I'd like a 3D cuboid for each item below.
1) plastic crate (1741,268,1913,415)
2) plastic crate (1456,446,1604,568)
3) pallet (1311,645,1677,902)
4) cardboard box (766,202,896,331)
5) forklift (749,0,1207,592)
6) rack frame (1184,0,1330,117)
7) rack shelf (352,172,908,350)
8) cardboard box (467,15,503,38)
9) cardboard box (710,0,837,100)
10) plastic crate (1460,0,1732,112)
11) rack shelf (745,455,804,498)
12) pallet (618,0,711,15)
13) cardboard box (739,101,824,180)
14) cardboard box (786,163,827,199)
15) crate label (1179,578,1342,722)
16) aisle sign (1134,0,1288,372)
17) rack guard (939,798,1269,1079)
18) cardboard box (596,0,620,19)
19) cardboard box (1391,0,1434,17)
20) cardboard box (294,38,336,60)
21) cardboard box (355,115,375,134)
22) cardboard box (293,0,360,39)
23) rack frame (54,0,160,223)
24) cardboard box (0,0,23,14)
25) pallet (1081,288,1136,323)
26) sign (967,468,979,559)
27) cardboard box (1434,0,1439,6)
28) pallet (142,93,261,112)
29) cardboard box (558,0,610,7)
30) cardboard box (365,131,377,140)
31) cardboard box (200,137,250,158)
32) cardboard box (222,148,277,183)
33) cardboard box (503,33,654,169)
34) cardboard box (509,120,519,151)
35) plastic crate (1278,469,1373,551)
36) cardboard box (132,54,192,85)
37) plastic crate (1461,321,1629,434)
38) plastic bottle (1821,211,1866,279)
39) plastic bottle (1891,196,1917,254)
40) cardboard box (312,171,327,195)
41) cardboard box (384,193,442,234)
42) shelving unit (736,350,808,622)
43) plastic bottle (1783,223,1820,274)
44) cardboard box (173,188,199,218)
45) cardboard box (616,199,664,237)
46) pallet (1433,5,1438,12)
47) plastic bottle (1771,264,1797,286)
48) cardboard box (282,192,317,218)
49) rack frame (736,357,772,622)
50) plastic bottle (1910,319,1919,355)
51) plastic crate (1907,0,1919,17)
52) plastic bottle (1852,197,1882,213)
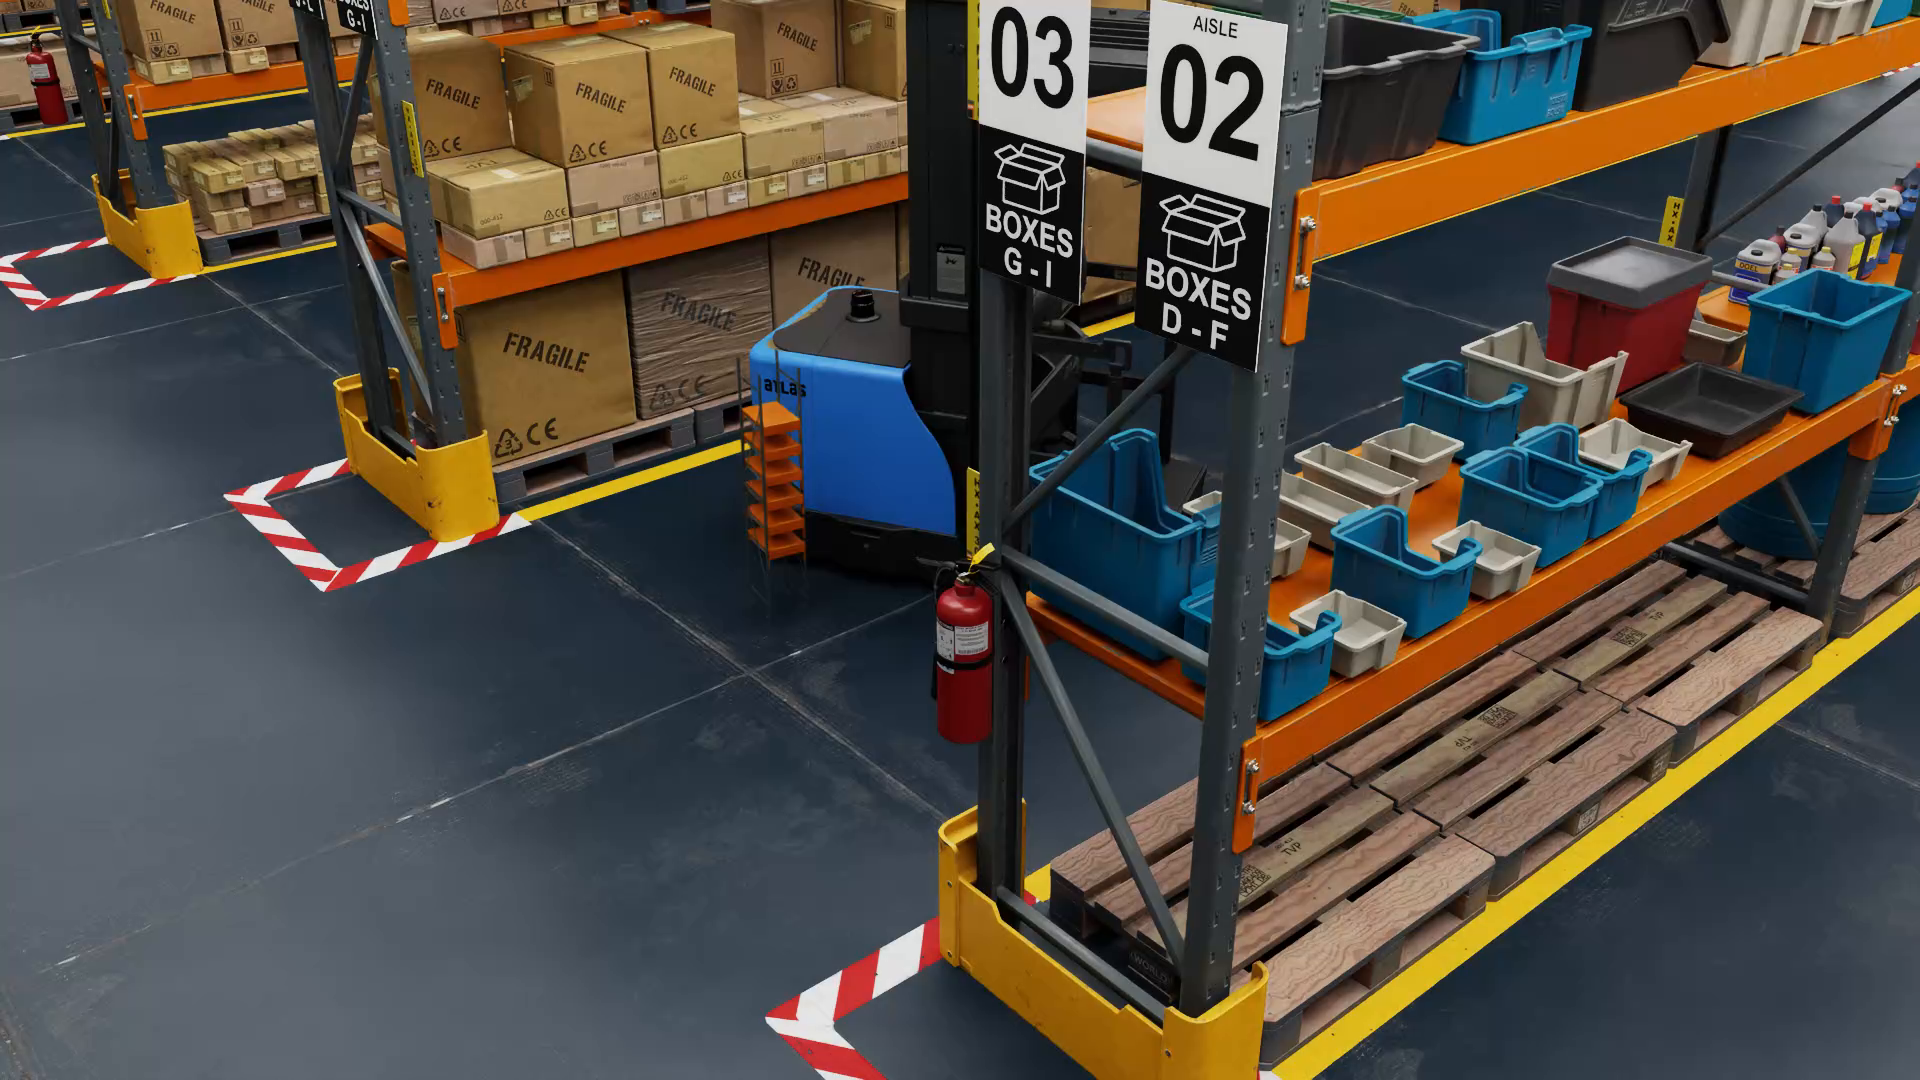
[{"bbox_3d":[3.333,-0.769,6.459,0.575,0.384,0.392,-22,35,-35],"label":"plastic crate"},{"bbox_3d":[1.827,-0.104,5.375,0.300,0.233,0.416,-22,35,-35],"label":"plastic crate"},{"bbox_3d":[2.004,0.829,6.474,1.213,0.211,1.003,-22,35,-35],"label":"pallet"},{"bbox_3d":[-0.986,-1.590,9.851,0.875,0.875,0.875,-22,35,-35],"label":"cardboard box"},{"bbox_3d":[0.583,-1.188,7.363,3.031,2.935,1.130,10,30,18],"label":"forklift"},{"bbox_3d":[0.424,-2.437,3.262,0.127,3.000,1.000,-22,35,-35],"label":"rack frame"},{"bbox_3d":[-1.269,-1.861,9.314,4.000,0.370,1.077,-22,35,-35],"label":"rack shelf"},{"bbox_3d":[-3.722,-3.976,12.773,0.250,0.149,0.380,-24,36,-37],"label":"cardboard box"},{"bbox_3d":[-1.050,-2.823,9.397,0.500,0.500,0.500,-23,36,-36],"label":"cardboard box"},{"bbox_3d":[1.765,-1.455,4.674,0.767,0.338,0.504,-22,35,-35],"label":"plastic crate"},{"bbox_3d":[-0.830,-0.297,7.369,0.180,0.103,0.258,-15,31,-27],"label":"rack shelf"},{"bbox_3d":[-2.214,-4.697,14.060,1.213,0.211,1.003,-22,35,-35],"label":"pallet"},{"bbox_3d":[-1.081,-2.157,8.947,0.500,0.250,0.500,-23,36,-36],"label":"cardboard box"},{"bbox_3d":[-0.939,-1.998,9.073,0.250,0.149,0.380,-21,35,-34],"label":"cardboard box"},{"bbox_3d":[0.825,0.299,4.622,0.303,0.233,0.416,-22,35,-35],"label":"crate label"},{"bbox_3d":[0.562,-0.809,3.823,0.004,0.787,0.394,-22,35,-35],"label":"aisle sign"},{"bbox_3d":[0.414,1.324,5.243,0.348,0.500,1.175,-22,35,-35],"label":"rack guard"},{"bbox_3d":[-2.955,-4.318,13.413,0.250,0.149,0.380,-22,35,-35],"label":"cardboard box"},{"bbox_3d":[3.081,-3.818,12.106,0.500,0.500,0.500,-21,34,-33],"label":"cardboard box"},{"bbox_3d":[-4.737,-3.605,12.080,0.250,0.149,0.380,-22,35,-35],"label":"cardboard box"},{"bbox_3d":[-4.673,-3.200,13.003,0.250,0.149,0.380,-23,36,-36],"label":"cardboard box"},{"bbox_3d":[-4.641,-3.908,11.958,0.500,0.500,0.500,-21,35,-34],"label":"cardboard box"},{"bbox_3d":[-5.933,-3.376,11.385,0.127,3.000,1.000,-22,35,-35],"label":"rack frame"},{"bbox_3d":[-11.245,-6.382,19.216,0.500,0.500,0.700,-20,34,-33],"label":"cardboard box"},{"bbox_3d":[0.790,-1.824,11.438,1.213,0.211,1.003,-22,35,-35],"label":"pallet"},{"bbox_3d":[0.055,-0.055,4.997,0.005,0.325,0.100,-22,35,-35],"label":"sign"},{"bbox_3d":[3.680,-4.423,12.792,0.500,0.500,0.500,23,36,36],"label":"cardboard box"},{"bbox_3d":[-7.738,-4.534,16.510,1.213,0.211,1.003,-22,35,-35],"label":"pallet"},{"bbox_3d":[-3.075,-4.526,13.115,0.500,0.500,0.500,-22,35,-35],"label":"cardboard box"},{"bbox_3d":[-4.326,-3.014,12.656,0.250,0.149,0.380,-21,35,-34],"label":"cardboard box"},{"bbox_3d":[-5.466,-2.875,12.396,0.250,0.149,0.380,-21,35,-34],"label":"cardboard box"},{"bbox_3d":[-5.182,-2.732,12.128,0.250,0.149,0.380,-21,35,-34],"label":"cardboard box"},{"bbox_3d":[-1.870,-2.165,8.167,0.500,0.500,0.500,-23,36,-36],"label":"cardboard box"},{"bbox_3d":[-2.208,-2.030,8.710,0.500,0.250,0.500,-23,35,-36],"label":"cardboard box"},{"bbox_3d":[1.157,-0.099,5.468,0.243,0.136,0.396,-22,35,-35],"label":"plastic crate"},{"bbox_3d":[-5.474,-3.247,11.410,0.250,0.149,0.380,-22,35,-35],"label":"cardboard box"},{"bbox_3d":[2.186,-0.588,6.229,0.530,0.282,0.437,-22,35,-35],"label":"plastic crate"},{"bbox_3d":[4.047,-1.340,7.626,0.185,0.351,0.144,-22,35,-35],"label":"plastic bottle"},{"bbox_3d":[4.593,-1.533,8.073,0.097,0.271,0.097,0,28,0],"label":"plastic bottle"},{"bbox_3d":[-4.729,-2.713,12.408,0.250,0.149,0.380,-21,34,-33],"label":"cardboard box"},{"bbox_3d":[-2.734,-1.683,8.483,0.250,0.149,0.380,-21,35,-34],"label":"cardboard box"},{"bbox_3d":[-0.831,-0.230,7.404,0.189,1.200,0.258,-15,31,-27],"label":"shelving unit"},{"bbox_3d":[3.835,-1.308,7.647,0.135,0.276,0.152,-22,35,-35],"label":"plastic bottle"},{"bbox_3d":[-5.668,-2.540,12.399,0.250,0.149,0.380,-21,35,-34],"label":"cardboard box"},{"bbox_3d":[-1.720,-1.684,8.485,0.250,0.149,0.380,-23,35,-36],"label":"cardboard box"},{"bbox_3d":[3.768,-4.186,13.103,1.003,0.211,1.213,-22,35,-35],"label":"pallet"},{"bbox_3d":[3.652,-1.124,7.382,0.097,0.201,0.097,0,28,0],"label":"plastic bottle"},{"bbox_3d":[-4.996,-2.537,12.395,0.250,0.149,0.380,-21,35,-34],"label":"cardboard box"},{"bbox_3d":[-0.910,-0.209,7.362,0.006,1.200,0.240,-15,31,-27],"label":"rack frame"},{"bbox_3d":[4.023,-0.922,6.917,0.133,0.283,0.061,-22,35,-35],"label":"plastic bottle"},{"bbox_3d":[3.341,-2.006,5.863,0.662,0.188,0.450,-22,35,-35],"label":"plastic crate"},{"bbox_3d":[4.321,-1.503,8.012,0.135,0.276,0.152,-22,35,-35],"label":"plastic bottle"}]
